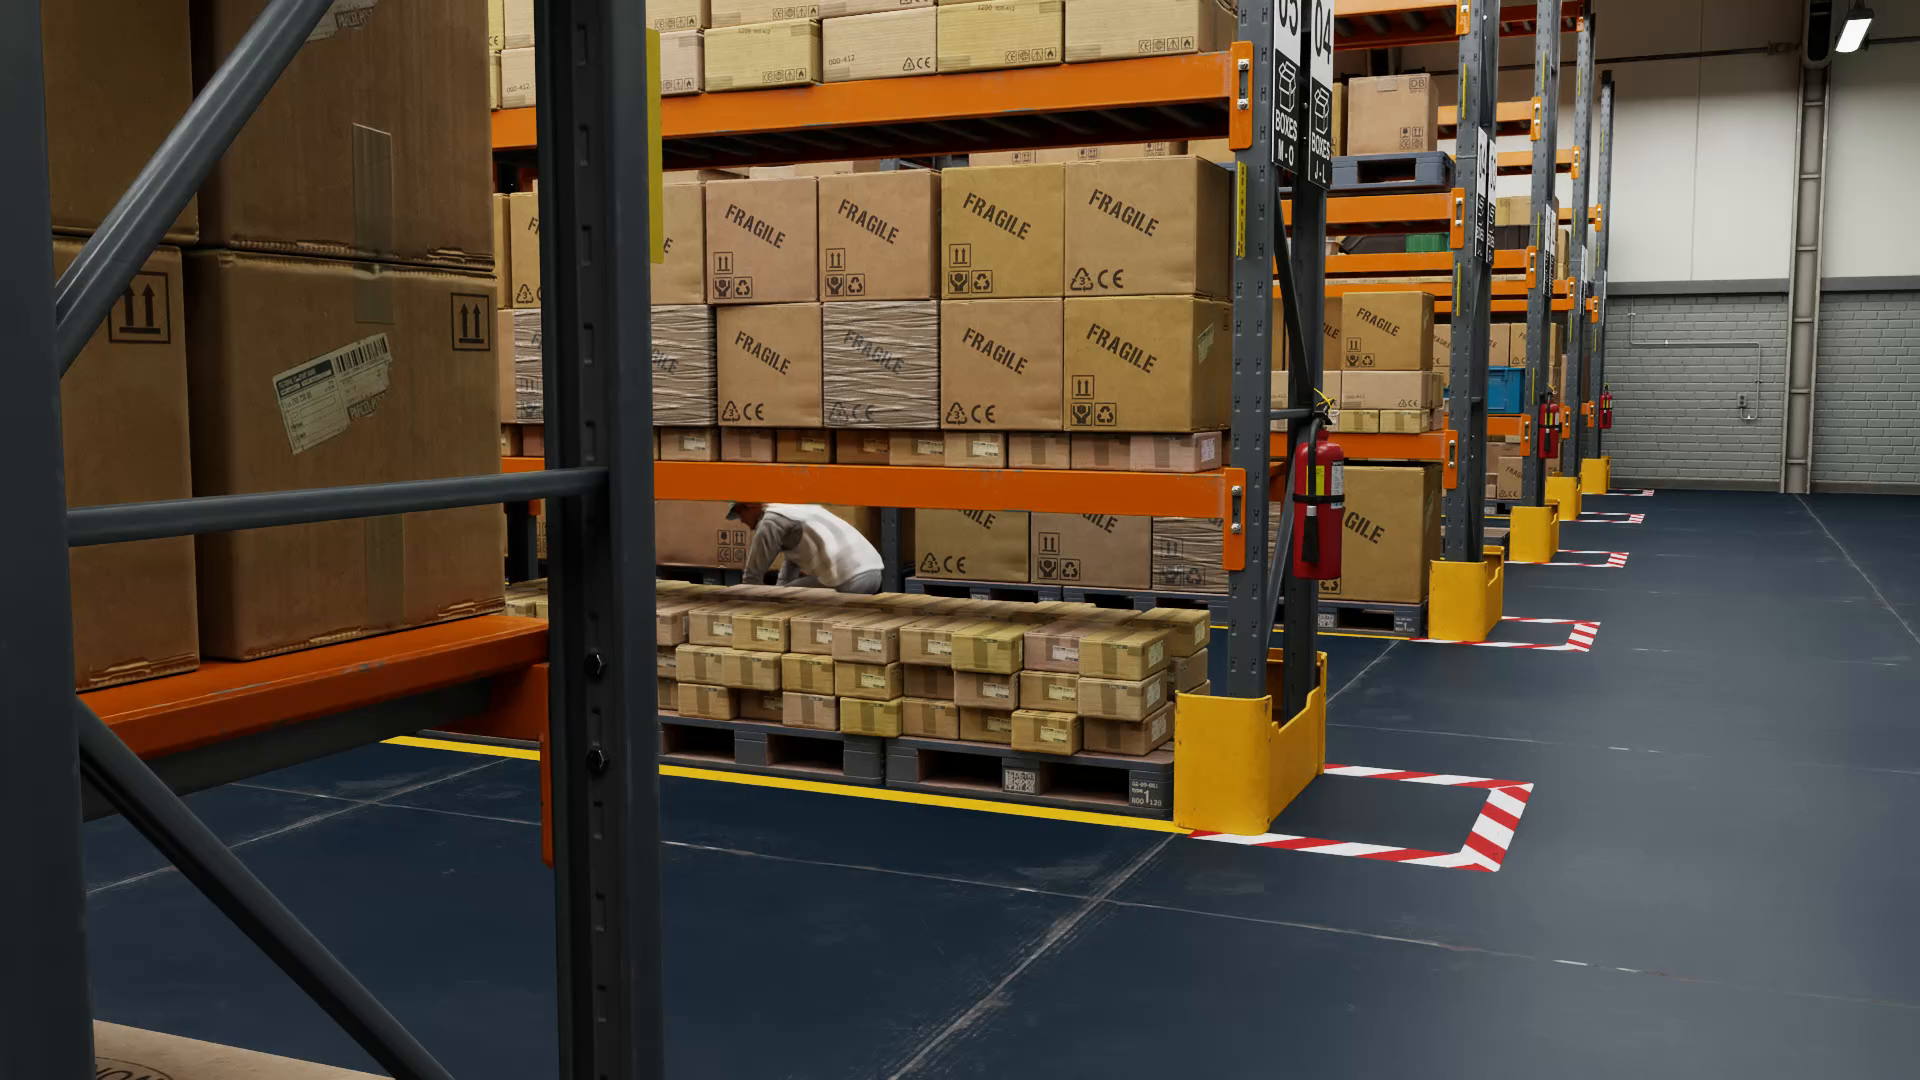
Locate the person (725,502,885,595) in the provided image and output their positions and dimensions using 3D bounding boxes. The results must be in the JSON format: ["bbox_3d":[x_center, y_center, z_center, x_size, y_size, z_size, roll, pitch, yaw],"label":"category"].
[{"bbox_3d":[-0.868,0.214,9.076,0.864,1.122,0.557,2,6,23],"label":"person"}]
